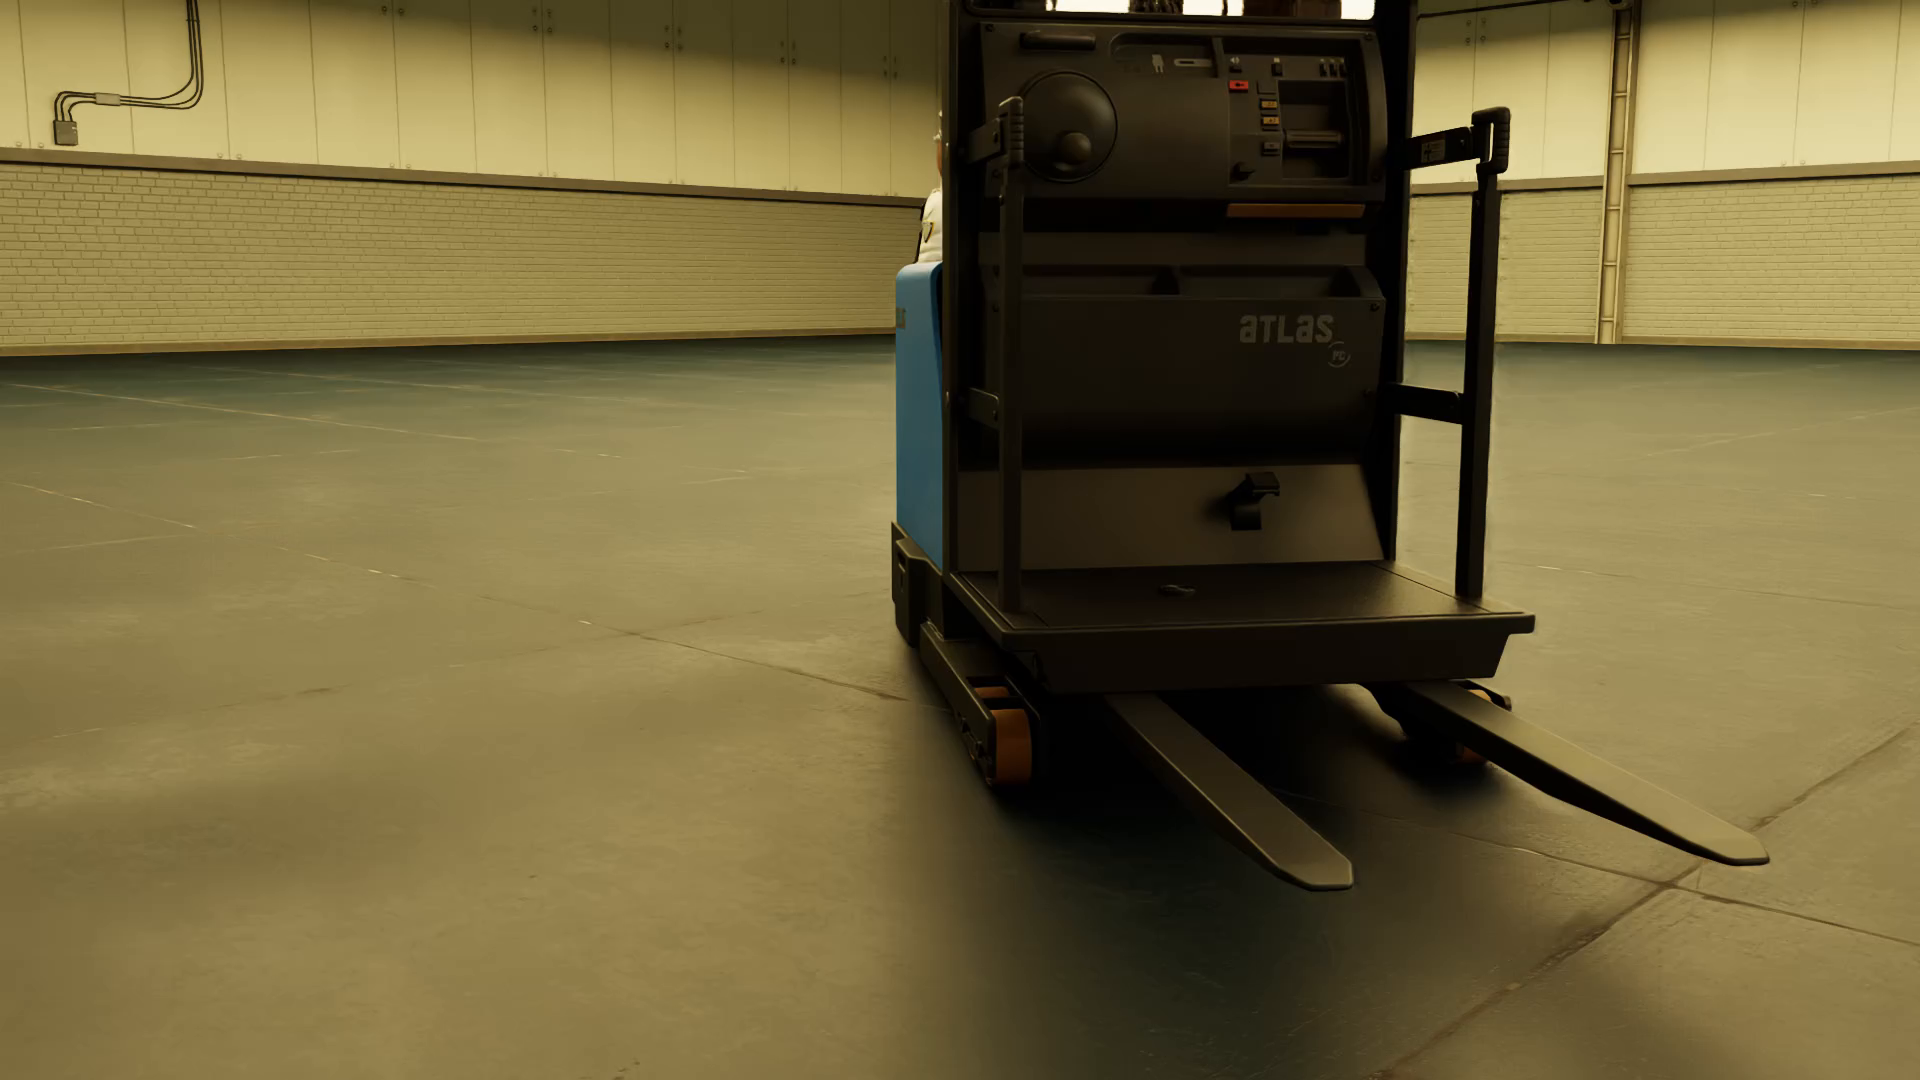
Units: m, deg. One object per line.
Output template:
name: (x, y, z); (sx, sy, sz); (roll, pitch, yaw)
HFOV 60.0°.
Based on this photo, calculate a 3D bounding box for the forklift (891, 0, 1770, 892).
forklift: (0.543, -1.002, 3.530); (1.130, 2.935, 3.031); (-1, 9, -9)

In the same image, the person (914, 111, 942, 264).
person: (-0.041, -0.853, 6.643); (0.533, 1.696, 0.581); (8, 12, 43)
